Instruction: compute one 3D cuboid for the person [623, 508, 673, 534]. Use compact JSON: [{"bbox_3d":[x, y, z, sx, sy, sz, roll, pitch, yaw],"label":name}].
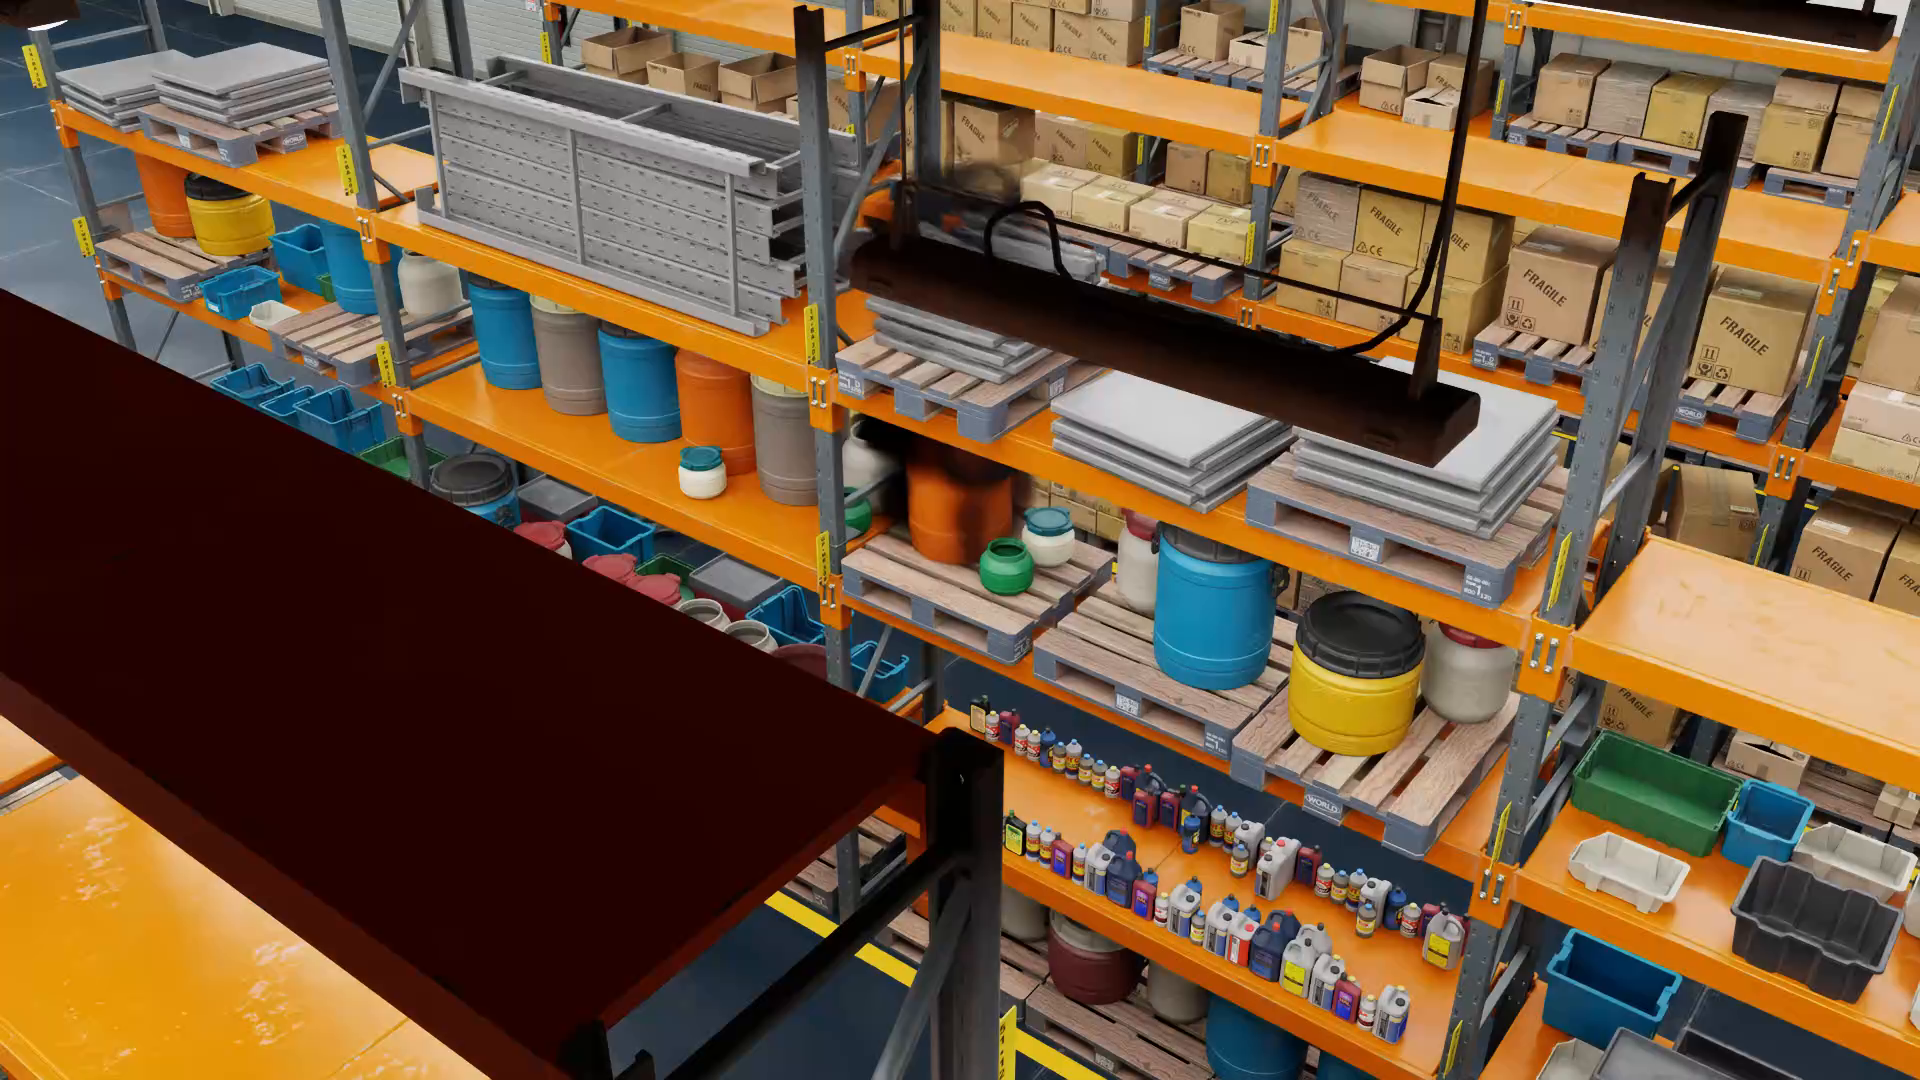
[{"bbox_3d":[-3.043,-0.828,15.057,0.861,1.706,0.674,7,32,12],"label":"person"}]
